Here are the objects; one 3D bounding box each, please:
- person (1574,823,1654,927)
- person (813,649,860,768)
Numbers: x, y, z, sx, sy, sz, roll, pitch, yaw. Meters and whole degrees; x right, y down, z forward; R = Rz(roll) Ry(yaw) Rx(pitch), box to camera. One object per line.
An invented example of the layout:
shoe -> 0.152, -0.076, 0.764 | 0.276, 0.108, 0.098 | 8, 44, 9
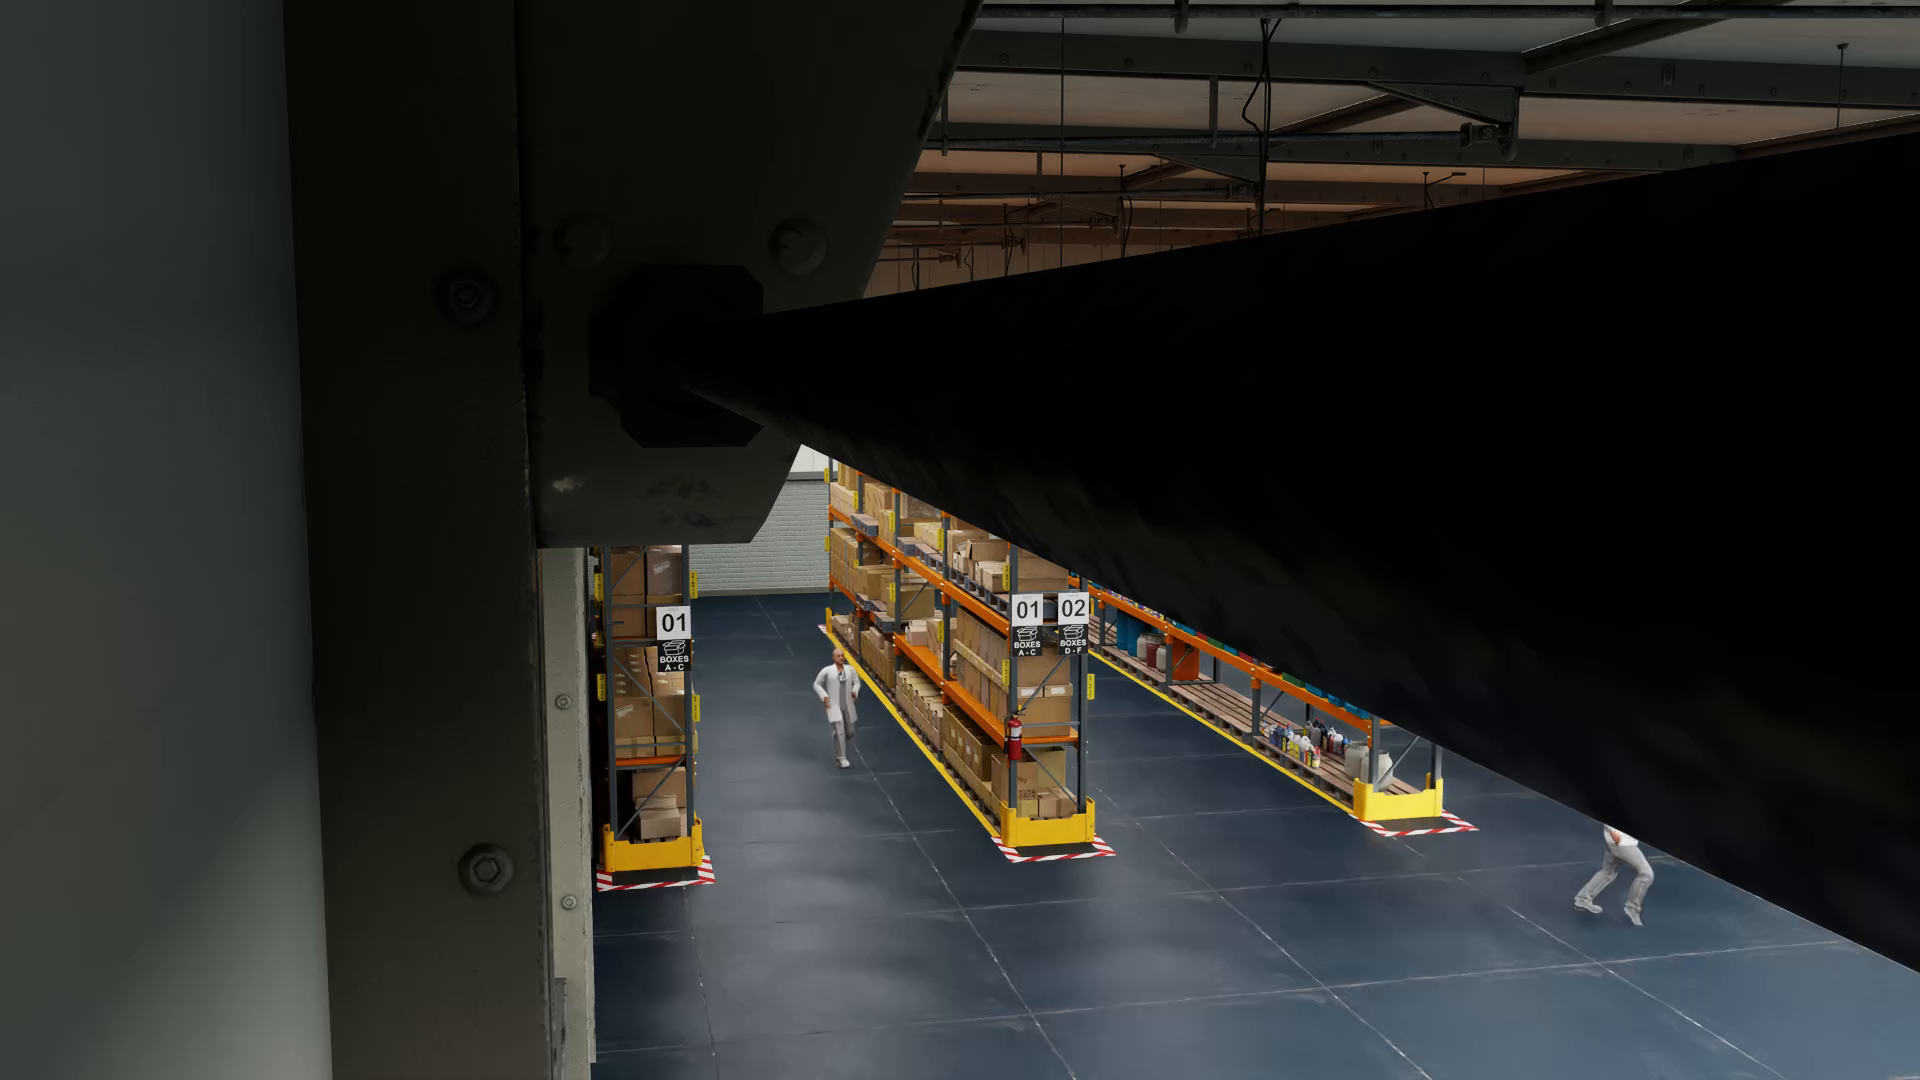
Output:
person -> 7.180, 3.324, 18.190 | 0.814, 1.832, 0.633 | 2, 7, 16
person -> -1.817, 2.484, 24.857 | 0.715, 1.735, 0.826 | -3, 7, -24
